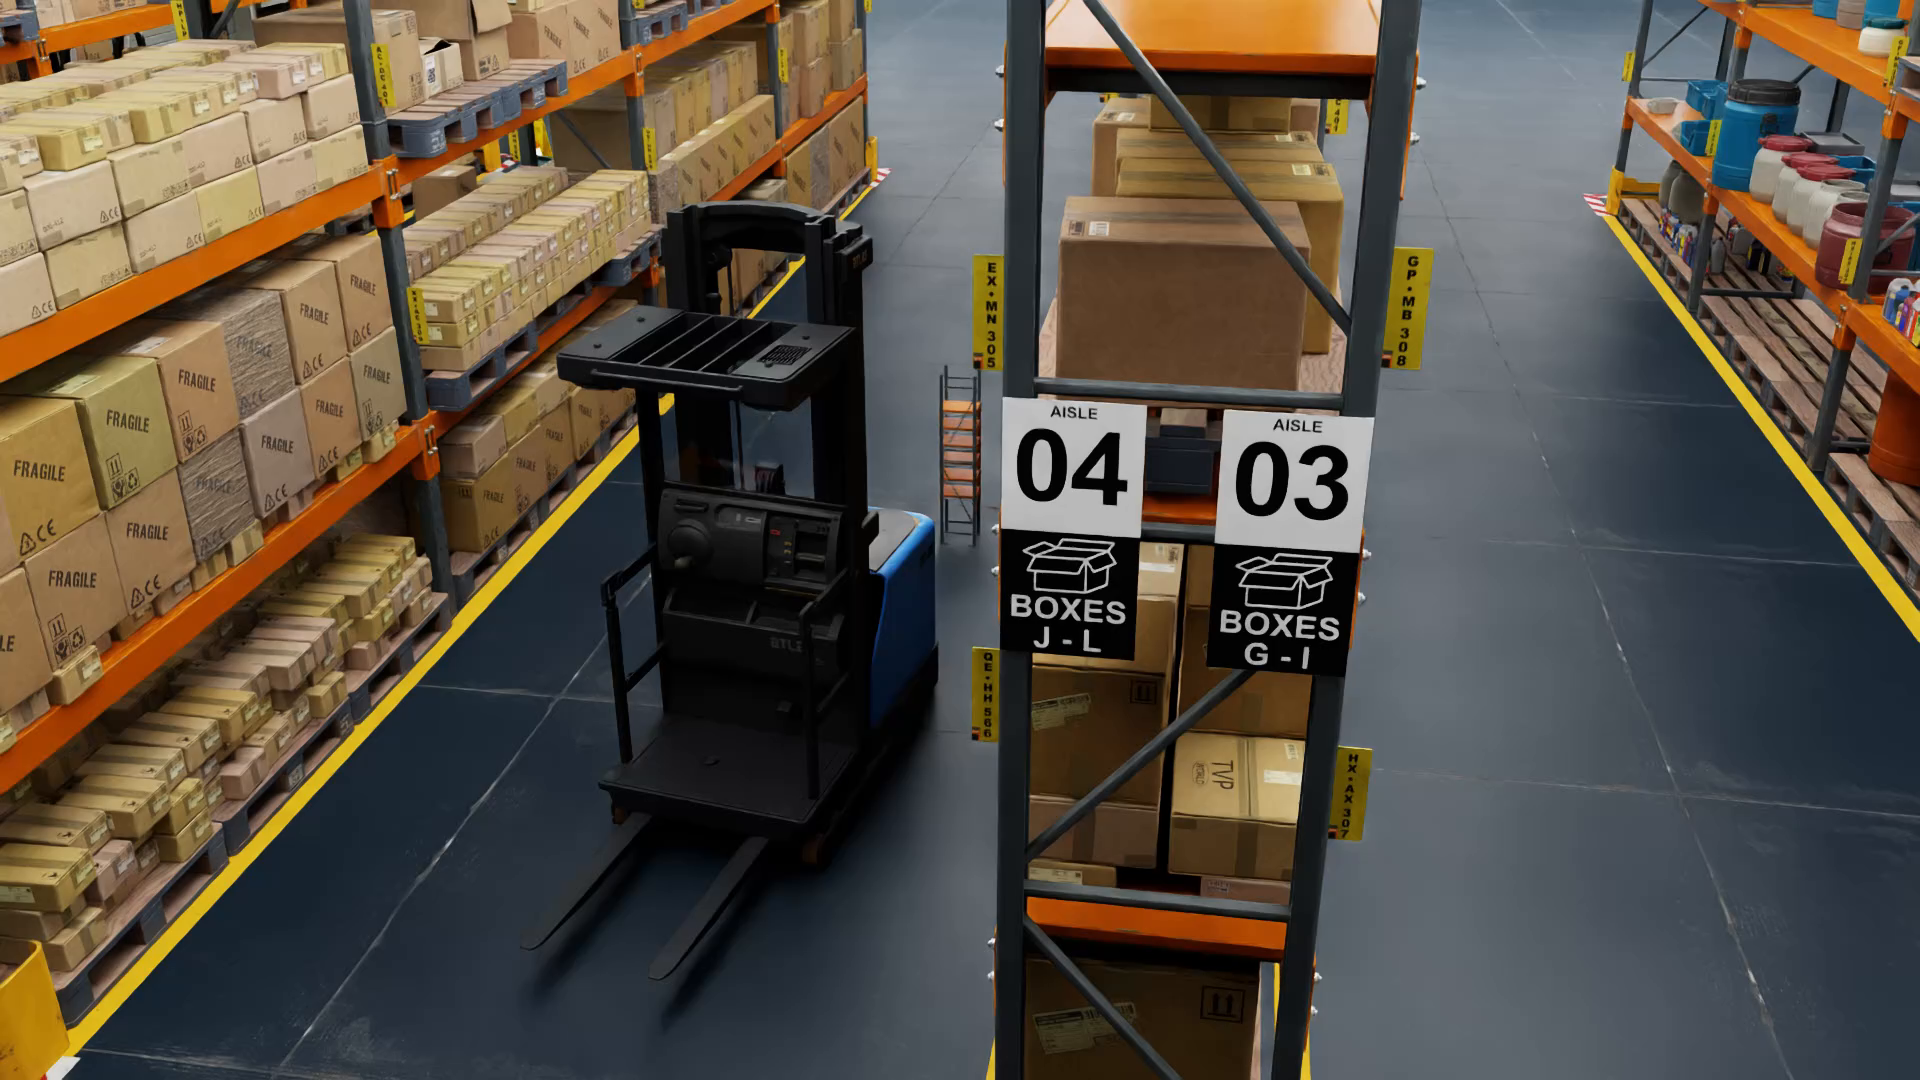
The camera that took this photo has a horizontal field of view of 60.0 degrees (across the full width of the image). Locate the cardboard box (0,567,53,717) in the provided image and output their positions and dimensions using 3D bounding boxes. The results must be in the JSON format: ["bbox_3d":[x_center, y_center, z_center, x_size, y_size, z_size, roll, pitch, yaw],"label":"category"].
[{"bbox_3d":[-3.912,0.413,6.360,0.500,0.500,0.500,5,26,11],"label":"cardboard box"}]

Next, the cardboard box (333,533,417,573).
[{"bbox_3d":[-3.405,0.087,9.691,0.380,0.149,0.250,5,25,10],"label":"cardboard box"}]

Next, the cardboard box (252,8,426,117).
[{"bbox_3d":[-3.434,-2.656,9.235,0.700,0.500,0.500,4,25,9],"label":"cardboard box"}]

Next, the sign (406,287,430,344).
[{"bbox_3d":[-3.067,-1.269,9.401,0.100,0.325,0.005,4,25,9],"label":"sign"}]

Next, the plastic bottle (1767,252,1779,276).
[{"bbox_3d":[7.977,-2.734,16.246,0.152,0.276,0.135,5,26,10],"label":"plastic bottle"}]

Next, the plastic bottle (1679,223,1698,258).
[{"bbox_3d":[7.372,-3.032,16.795,0.144,0.351,0.185,4,25,8],"label":"plastic bottle"}]

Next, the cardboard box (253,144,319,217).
[{"bbox_3d":[-3.511,-1.770,8.131,0.500,0.250,0.500,4,25,8],"label":"cardboard box"}]

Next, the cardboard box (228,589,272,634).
[{"bbox_3d":[-3.981,0.381,9.064,0.380,0.149,0.250,3,25,7],"label":"cardboard box"}]

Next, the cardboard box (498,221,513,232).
[{"bbox_3d":[-3.393,-2.172,11.802,0.380,0.149,0.250,4,25,9],"label":"cardboard box"}]

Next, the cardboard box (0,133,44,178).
[{"bbox_3d":[-3.826,-1.486,6.465,0.380,0.149,0.250,5,25,10],"label":"cardboard box"}]

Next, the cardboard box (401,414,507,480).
[{"bbox_3d":[-3.223,-0.600,10.561,0.500,0.250,0.500,3,25,6],"label":"cardboard box"}]

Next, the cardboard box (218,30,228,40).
[{"bbox_3d":[-7.622,-5.050,16.770,0.380,0.149,0.250,4,25,8],"label":"cardboard box"}]

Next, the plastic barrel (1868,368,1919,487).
[{"bbox_3d":[6.750,-0.857,11.606,0.600,0.830,0.708,4,25,9],"label":"plastic barrel"}]

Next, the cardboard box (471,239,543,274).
[{"bbox_3d":[-2.917,-1.825,10.711,0.380,0.149,0.250,4,25,8],"label":"cardboard box"}]

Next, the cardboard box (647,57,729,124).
[{"bbox_3d":[-2.537,-4.121,15.217,0.700,0.500,0.500,4,25,9],"label":"cardboard box"}]

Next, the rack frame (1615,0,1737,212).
[{"bbox_3d":[8.120,-5.201,18.823,1.000,3.000,0.127,4,25,9],"label":"rack frame"}]

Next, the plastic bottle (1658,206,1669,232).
[{"bbox_3d":[7.516,-3.428,17.734,0.097,0.271,0.097,0,25,0],"label":"plastic bottle"}]

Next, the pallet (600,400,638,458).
[{"bbox_3d":[-3.080,-0.994,13.126,1.003,0.211,1.213,4,25,9],"label":"pallet"}]

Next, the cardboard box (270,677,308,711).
[{"bbox_3d":[-3.624,0.753,8.620,0.380,0.149,0.250,3,25,6],"label":"cardboard box"}]

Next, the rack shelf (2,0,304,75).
[{"bbox_3d":[-7.523,-4.754,15.178,1.077,0.370,4.000,4,25,9],"label":"rack shelf"}]

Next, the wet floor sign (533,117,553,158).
[{"bbox_3d":[-5.456,-5.170,21.533,0.267,0.644,0.232,13,28,26],"label":"wet floor sign"}]

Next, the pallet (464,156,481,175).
[{"bbox_3d":[-6.723,-4.599,20.826,1.003,0.211,1.213,4,25,9],"label":"pallet"}]

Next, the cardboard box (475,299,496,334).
[{"bbox_3d":[-3.046,-1.364,10.075,0.380,0.149,0.250,4,25,7],"label":"cardboard box"}]

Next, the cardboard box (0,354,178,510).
[{"bbox_3d":[-3.739,-0.468,7.063,0.500,0.500,0.500,3,25,7],"label":"cardboard box"}]

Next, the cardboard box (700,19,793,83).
[{"bbox_3d":[-2.202,-4.966,16.870,0.875,0.550,0.550,4,25,9],"label":"cardboard box"}]

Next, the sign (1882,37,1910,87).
[{"bbox_3d":[6.269,-3.201,11.136,0.100,0.325,0.005,4,25,9],"label":"sign"}]

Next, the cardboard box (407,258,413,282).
[{"bbox_3d":[-3.644,-1.659,10.355,0.380,0.149,0.250,3,25,7],"label":"cardboard box"}]

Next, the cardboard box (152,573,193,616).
[{"bbox_3d":[-3.740,0.214,7.551,0.380,0.149,0.250,4,25,7],"label":"cardboard box"}]

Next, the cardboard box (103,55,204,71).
[{"bbox_3d":[-3.953,-2.284,8.169,0.380,0.149,0.250,4,25,8],"label":"cardboard box"}]

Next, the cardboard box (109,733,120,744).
[{"bbox_3d":[-4.238,0.947,8.206,0.380,0.149,0.250,5,26,11],"label":"cardboard box"}]

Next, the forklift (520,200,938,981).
[{"bbox_3d":[-1.071,0.034,7.720,1.130,2.935,3.031,8,26,17],"label":"forklift"}]

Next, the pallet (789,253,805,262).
[{"bbox_3d":[-2.095,-3.307,18.066,1.003,0.211,1.213,4,25,9],"label":"pallet"}]

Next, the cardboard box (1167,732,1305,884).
[{"bbox_3d":[0.964,0.899,5.618,0.500,0.250,0.500,3,25,7],"label":"cardboard box"}]

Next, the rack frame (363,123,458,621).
[{"bbox_3d":[-3.604,-0.911,9.658,1.000,3.000,0.127,4,25,9],"label":"rack frame"}]

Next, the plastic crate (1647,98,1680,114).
[{"bbox_3d":[7.657,-4.730,18.127,0.298,0.136,0.250,4,25,9],"label":"plastic crate"}]

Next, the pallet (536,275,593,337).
[{"bbox_3d":[-3.233,-1.667,11.498,1.003,0.211,1.213,4,25,9],"label":"pallet"}]

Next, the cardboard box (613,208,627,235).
[{"bbox_3d":[-2.664,-2.335,12.151,0.380,0.149,0.250,5,25,10],"label":"cardboard box"}]

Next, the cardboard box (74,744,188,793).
[{"bbox_3d":[-3.784,1.068,7.596,0.380,0.149,0.250,3,25,6],"label":"cardboard box"}]

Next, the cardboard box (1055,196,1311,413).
[{"bbox_3d":[0.651,-0.713,4.965,0.700,0.500,0.500,3,25,5],"label":"cardboard box"}]

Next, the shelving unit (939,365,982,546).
[{"bbox_3d":[0.002,-0.549,11.009,0.258,1.200,0.189,4,25,9],"label":"shelving unit"}]

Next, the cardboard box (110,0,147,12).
[{"bbox_3d":[-7.629,-4.930,14.584,0.797,0.503,0.637,4,25,9],"label":"cardboard box"}]

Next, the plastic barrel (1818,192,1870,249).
[{"bbox_3d":[6.770,-2.351,12.602,0.421,0.512,0.421,0,25,0],"label":"plastic barrel"}]

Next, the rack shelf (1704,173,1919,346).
[{"bbox_3d":[7.140,-2.366,13.614,1.077,0.370,4.000,4,25,9],"label":"rack shelf"}]

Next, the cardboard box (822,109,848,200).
[{"bbox_3d":[-1.830,-4.502,19.340,0.875,0.875,0.875,4,25,8],"label":"cardboard box"}]

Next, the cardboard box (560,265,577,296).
[{"bbox_3d":[-2.834,-1.772,11.299,0.380,0.149,0.250,3,25,6],"label":"cardboard box"}]

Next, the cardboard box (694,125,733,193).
[{"bbox_3d":[-2.364,-3.430,14.923,0.500,0.500,0.500,4,25,8],"label":"cardboard box"}]

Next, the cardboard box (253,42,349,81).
[{"bbox_3d":[-3.385,-2.459,8.544,0.380,0.149,0.250,3,25,6],"label":"cardboard box"}]

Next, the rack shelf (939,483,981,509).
[{"bbox_3d":[0.002,-0.292,11.129,0.258,0.103,0.180,4,25,9],"label":"rack shelf"}]

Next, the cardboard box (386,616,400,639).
[{"bbox_3d":[-3.457,0.480,9.553,0.380,0.149,0.250,5,25,10],"label":"cardboard box"}]

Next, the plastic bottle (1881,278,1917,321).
[{"bbox_3d":[6.423,-1.640,11.362,0.152,0.276,0.135,4,25,9],"label":"plastic bottle"}]

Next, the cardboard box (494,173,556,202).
[{"bbox_3d":[-3.258,-2.638,12.446,0.380,0.149,0.250,3,25,7],"label":"cardboard box"}]

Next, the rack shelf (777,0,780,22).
[{"bbox_3d":[-1.970,-6.126,18.110,1.077,0.370,4.000,4,25,9],"label":"rack shelf"}]

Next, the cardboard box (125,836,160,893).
[{"bbox_3d":[-3.861,1.446,7.489,0.380,0.149,0.250,4,25,9],"label":"cardboard box"}]

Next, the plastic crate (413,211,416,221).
[{"bbox_3d":[-6.131,-3.835,19.349,0.402,0.080,0.583,-5,25,-10],"label":"plastic crate"}]
